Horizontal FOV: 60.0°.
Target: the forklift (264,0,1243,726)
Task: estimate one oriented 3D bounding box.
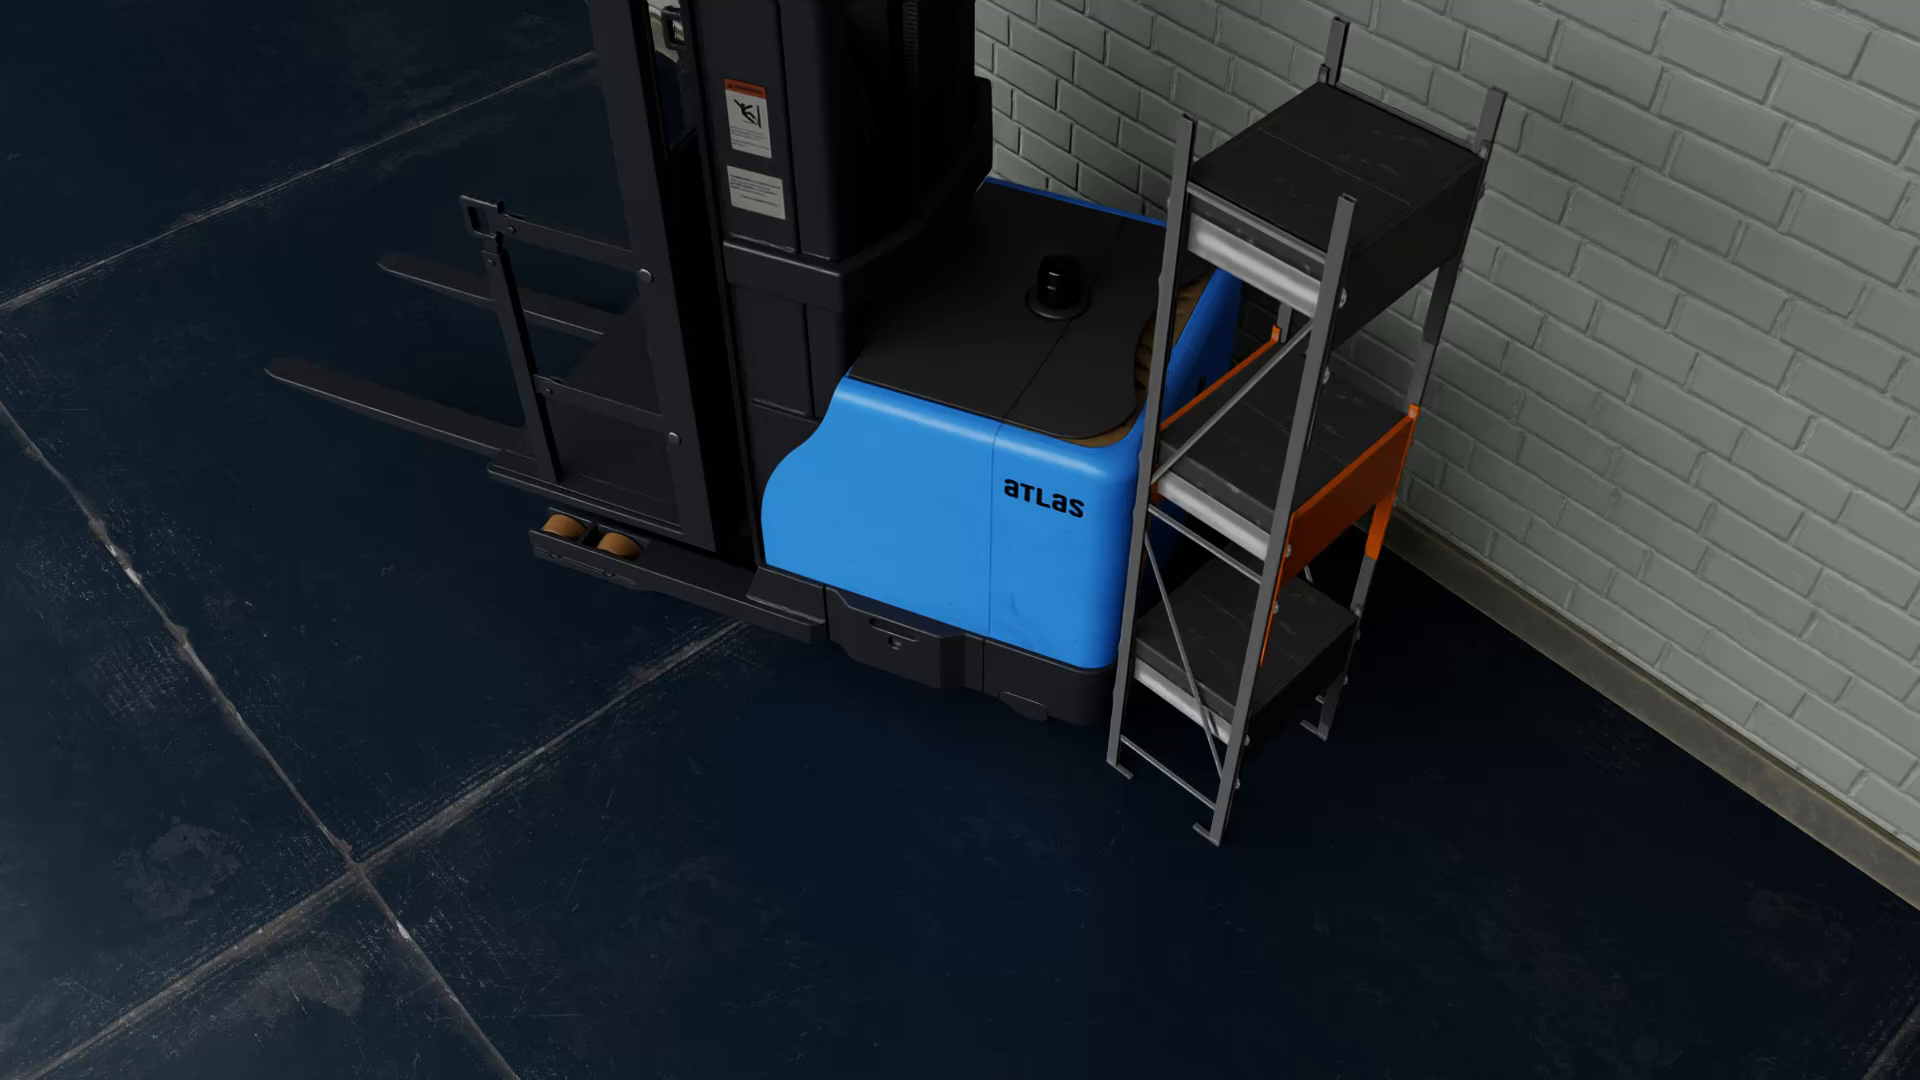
[{"bbox_3d":[-0.770,-1.191,4.355,3.031,2.935,1.130,18,50,16],"label":"forklift"}]

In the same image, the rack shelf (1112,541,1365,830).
[{"bbox_3d":[0.730,0.366,4.454,0.431,0.518,0.480,36,57,28],"label":"rack shelf"}]

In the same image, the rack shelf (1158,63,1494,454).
[{"bbox_3d":[0.731,-0.583,3.425,0.431,0.518,0.480,36,57,28],"label":"rack shelf"}]

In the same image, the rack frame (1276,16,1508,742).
[{"bbox_3d":[0.901,-0.245,4.048,0.400,2.100,0.015,36,57,28],"label":"rack frame"}]

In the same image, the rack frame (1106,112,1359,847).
[{"bbox_3d":[0.560,0.011,3.811,0.400,2.100,0.015,36,57,28],"label":"rack frame"}]

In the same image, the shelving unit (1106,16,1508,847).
[{"bbox_3d":[0.730,-0.117,3.929,0.431,2.100,0.503,36,57,28],"label":"shelving unit"}]

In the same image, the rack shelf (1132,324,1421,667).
[{"bbox_3d":[0.730,-0.108,3.939,0.431,0.518,0.480,36,57,28],"label":"rack shelf"}]
